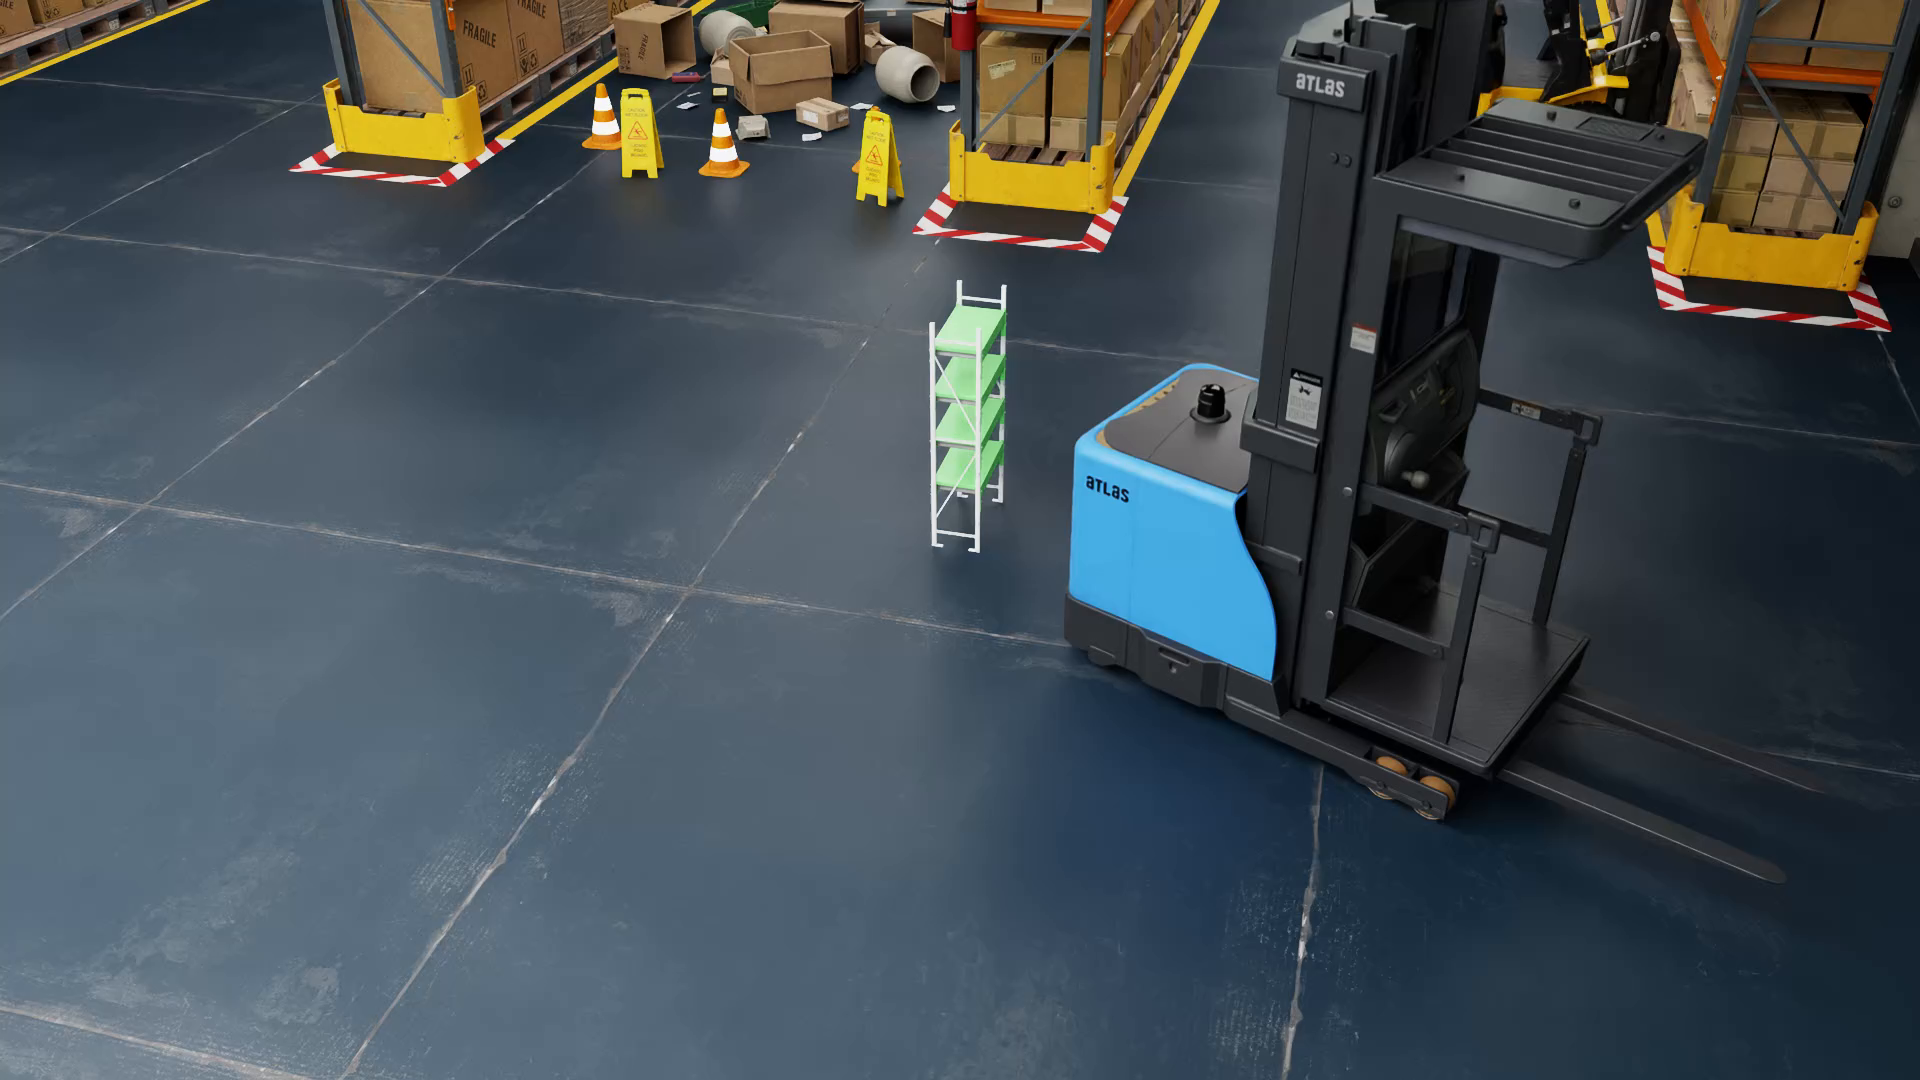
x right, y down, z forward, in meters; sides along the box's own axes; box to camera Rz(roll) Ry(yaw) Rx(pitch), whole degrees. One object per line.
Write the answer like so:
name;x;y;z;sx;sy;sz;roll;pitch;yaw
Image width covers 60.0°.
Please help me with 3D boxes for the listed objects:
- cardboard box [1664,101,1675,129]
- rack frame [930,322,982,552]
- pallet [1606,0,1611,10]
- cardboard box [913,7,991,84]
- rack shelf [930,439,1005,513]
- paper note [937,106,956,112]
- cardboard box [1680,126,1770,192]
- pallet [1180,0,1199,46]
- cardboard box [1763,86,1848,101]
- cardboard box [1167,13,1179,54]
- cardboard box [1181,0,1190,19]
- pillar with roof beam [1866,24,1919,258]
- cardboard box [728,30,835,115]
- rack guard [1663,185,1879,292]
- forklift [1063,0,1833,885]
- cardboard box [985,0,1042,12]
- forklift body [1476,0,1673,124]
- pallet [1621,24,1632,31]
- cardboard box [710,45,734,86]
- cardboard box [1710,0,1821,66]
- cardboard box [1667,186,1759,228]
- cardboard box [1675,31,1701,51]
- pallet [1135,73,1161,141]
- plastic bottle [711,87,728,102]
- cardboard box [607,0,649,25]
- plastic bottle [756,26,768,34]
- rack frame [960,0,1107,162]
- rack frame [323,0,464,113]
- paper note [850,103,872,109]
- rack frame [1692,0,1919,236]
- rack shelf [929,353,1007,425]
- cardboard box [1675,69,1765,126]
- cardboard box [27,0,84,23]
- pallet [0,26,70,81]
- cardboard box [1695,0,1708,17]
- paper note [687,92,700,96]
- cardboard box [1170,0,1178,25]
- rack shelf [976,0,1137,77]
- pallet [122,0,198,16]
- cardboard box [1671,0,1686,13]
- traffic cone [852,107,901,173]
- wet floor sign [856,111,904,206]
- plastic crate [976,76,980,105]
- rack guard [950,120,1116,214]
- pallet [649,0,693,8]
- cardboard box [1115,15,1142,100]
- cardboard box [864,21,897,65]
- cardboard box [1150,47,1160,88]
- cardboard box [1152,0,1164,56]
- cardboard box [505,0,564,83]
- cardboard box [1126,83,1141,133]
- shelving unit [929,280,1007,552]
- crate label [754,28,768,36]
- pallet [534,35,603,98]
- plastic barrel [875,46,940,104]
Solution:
cardboard box;5.372;-3.103;12.041;0.500;0.250;0.500;7;33;11
rack frame;-0.020;-0.466;7.864;0.240;1.200;0.015;8;33;12
pallet;7.086;-5.603;16.868;1.003;0.211;1.213;8;33;12
cardboard box;-0.073;-4.376;14.665;0.500;0.500;0.500;-21;38;-29
rack shelf;0.042;-0.336;8.226;0.258;0.148;0.480;8;33;12
paper note;-0.112;-3.618;13.912;0.142;0.019;0.148;-3;33;-4
cardboard box;5.124;-2.574;11.208;0.500;0.250;0.500;8;33;12
pallet;1.712;-5.028;15.962;1.003;0.211;1.213;8;33;12
cardboard box;5.731;-2.973;11.370;0.500;0.250;0.500;8;33;12
cardboard box;1.626;-4.474;14.663;0.500;0.250;0.500;10;34;15
cardboard box;1.646;-5.141;15.599;0.950;0.372;0.625;8;33;13
pillar with roof beam;2.187;-6.407;9.941;9.100;9.000;0.400;8;33;12
cardboard box;-1.503;-3.927;13.959;0.797;0.503;0.637;-14;35;-21
rack guard;5.297;-1.983;10.904;1.175;0.500;0.348;8;33;12
forklift;1.937;-0.464;6.248;3.031;2.935;1.130;23;39;31
cardboard box;0.388;-3.842;11.731;0.380;0.149;0.250;9;34;14
forklift body;4.019;-3.925;12.419;2.313;2.155;1.214;8;33;12
pallet;6.467;-4.337;14.876;1.003;0.211;1.213;8;33;12
cardboard box;-1.953;-4.125;14.492;0.396;0.266;0.258;14;35;21
cardboard box;5.173;-3.384;10.684;0.500;0.500;0.500;7;33;11
cardboard box;5.116;-2.354;11.329;0.500;0.250;0.500;8;33;13
cardboard box;5.496;-3.562;12.296;0.500;0.250;0.500;7;33;11
pallet;1.072;-3.635;13.771;1.003;0.211;1.213;8;33;12
plastic bottle;-2.047;-3.804;14.177;0.133;0.061;0.283;-3;33;-4
cardboard box;-3.525;-5.386;15.515;0.875;0.875;0.875;9;33;13
plastic bottle;-1.908;-4.833;15.795;0.133;0.061;0.283;-8;33;-13
rack frame;0.500;-3.725;11.313;1.000;3.000;0.127;8;33;12
rack frame;-4.313;-4.346;12.290;1.000;3.000;0.127;8;33;12
paper note;-0.824;-3.649;13.972;0.148;0.019;0.142;20;38;29
rack frame;5.303;-3.051;10.253;1.000;3.000;0.127;8;33;12
rack shelf;0.042;-0.741;7.969;0.258;0.148;0.480;8;33;12
cardboard box;5.242;-3.037;11.470;0.500;0.250;0.500;9;33;13
cardboard box;-8.615;-5.155;15.502;0.500;0.500;0.500;11;34;17
pallet;-8.825;-4.353;14.901;1.003;0.211;1.213;8;33;12
cardboard box;5.444;-3.918;11.524;0.500;0.500;0.500;7;33;11
paper note;-2.279;-3.819;14.248;0.032;0.001;0.123;28;42;36
cardboard box;1.625;-4.790;14.461;0.500;0.500;0.500;8;33;12
rack shelf;1.008;-4.459;13.138;1.077;0.370;4.000;8;33;12
pallet;-8.206;-5.619;16.893;1.003;0.211;1.213;8;33;12
cardboard box;5.752;-4.093;13.132;0.500;0.250;0.500;8;33;12
traffic cone;-0.638;-3.053;12.621;0.336;0.463;0.334;8;33;12
wet floor sign;-0.583;-2.778;12.019;0.267;0.644;0.232;20;38;29
plastic crate;0.324;-3.865;14.255;0.402;0.080;0.583;-3;33;-4
rack guard;0.520;-2.709;12.046;1.175;0.500;0.348;8;33;12
pallet;-3.175;-5.656;16.950;1.003;0.211;1.213;8;33;12
cardboard box;1.107;-3.723;12.783;0.500;0.500;0.500;7;33;11
cardboard box;-0.767;-4.516;15.106;0.258;0.266;0.396;-14;35;-21
cardboard box;1.367;-3.933;13.812;0.500;0.250;0.500;9;33;13
cardboard box;1.369;-4.261;13.629;0.500;0.500;0.500;10;34;15
cardboard box;-3.984;-4.444;14.034;0.875;0.875;0.875;8;33;12
cardboard box;1.110;-3.386;12.952;0.500;0.250;0.500;9;34;14
shelving unit;0.042;-0.592;8.063;0.258;1.200;0.503;8;33;12
crate label;-1.918;-4.649;15.435;0.298;0.136;0.250;-14;35;-21
pallet;-3.874;-4.226;14.701;1.003;0.211;1.213;8;33;12
plastic barrel;-0.440;-3.915;14.014;0.421;0.421;0.512;-21;38;-29
